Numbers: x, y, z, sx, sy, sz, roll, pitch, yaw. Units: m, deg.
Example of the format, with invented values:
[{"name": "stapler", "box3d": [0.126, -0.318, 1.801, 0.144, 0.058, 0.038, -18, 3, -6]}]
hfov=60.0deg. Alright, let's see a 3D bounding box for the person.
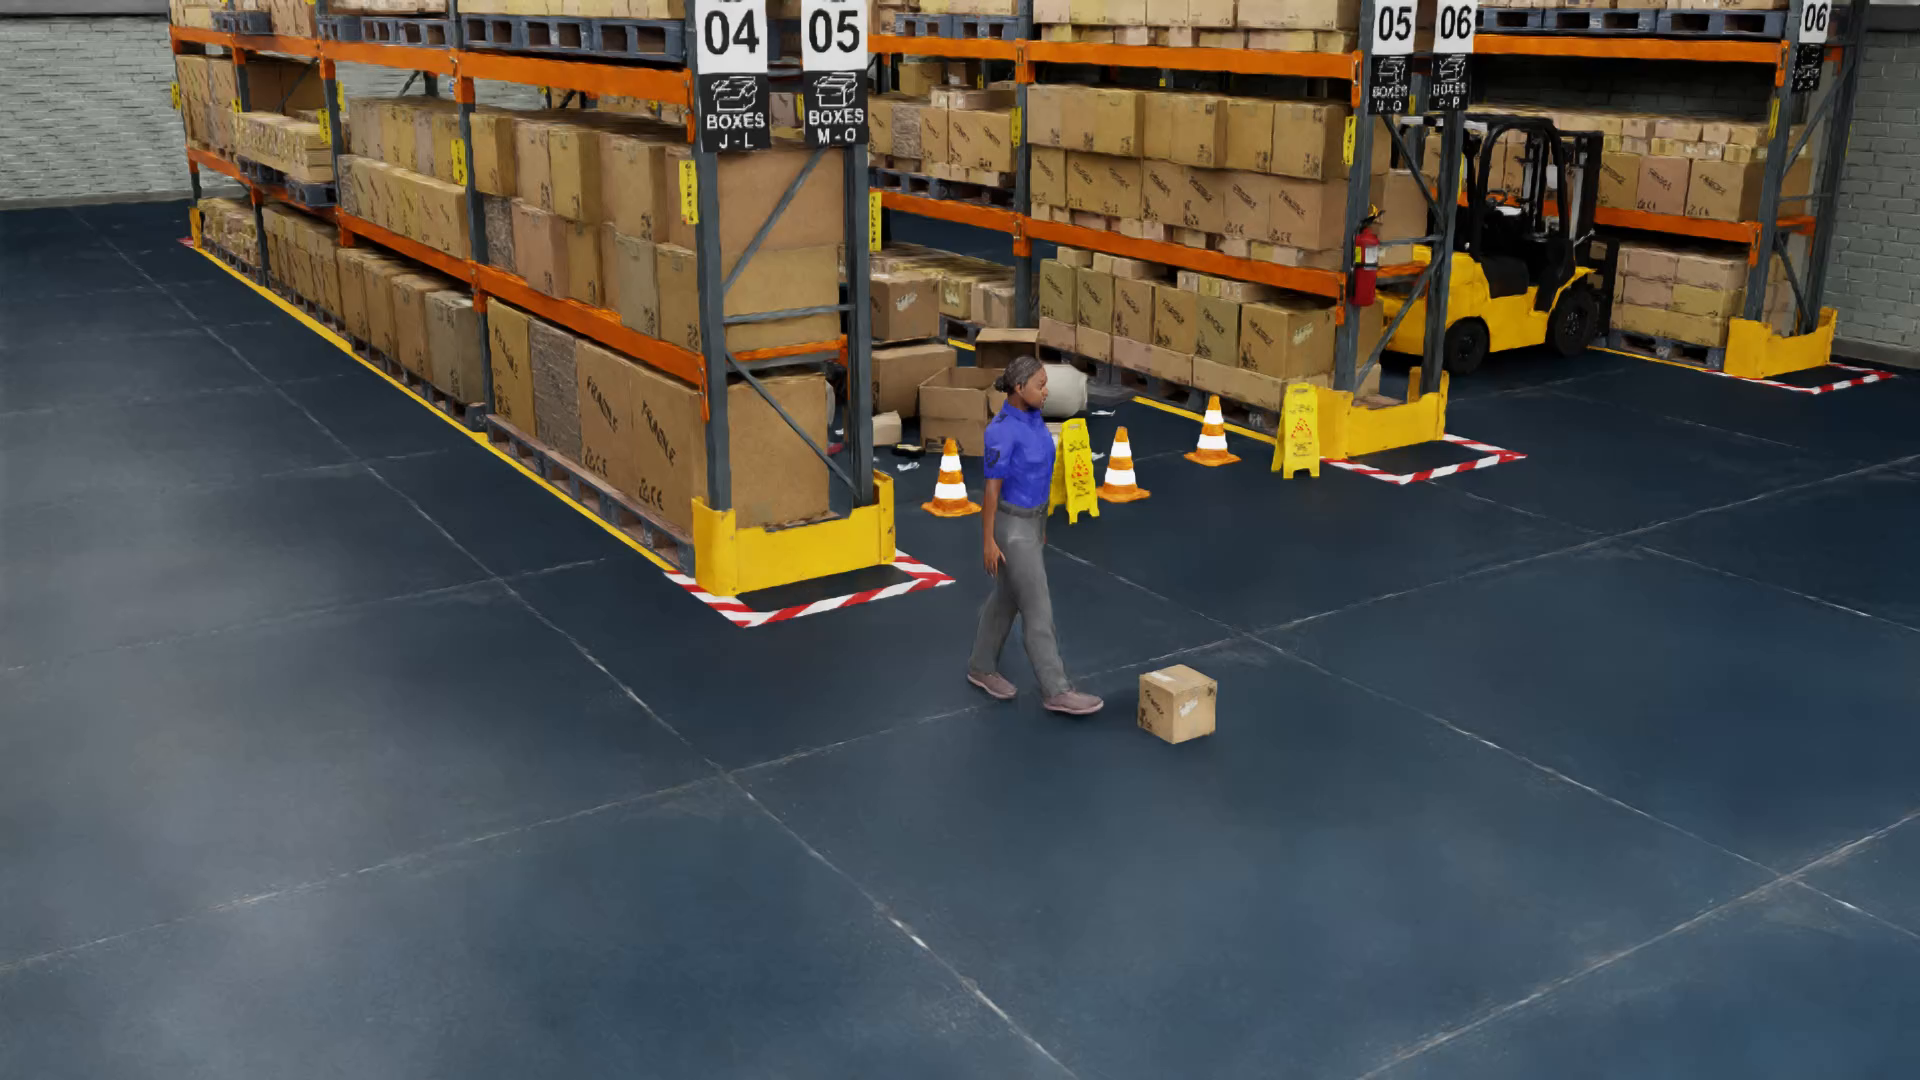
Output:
[{"name": "person", "box3d": [0.364, -0.029, 7.647, 0.744, 1.643, 0.465, 8, 20, 23]}]
